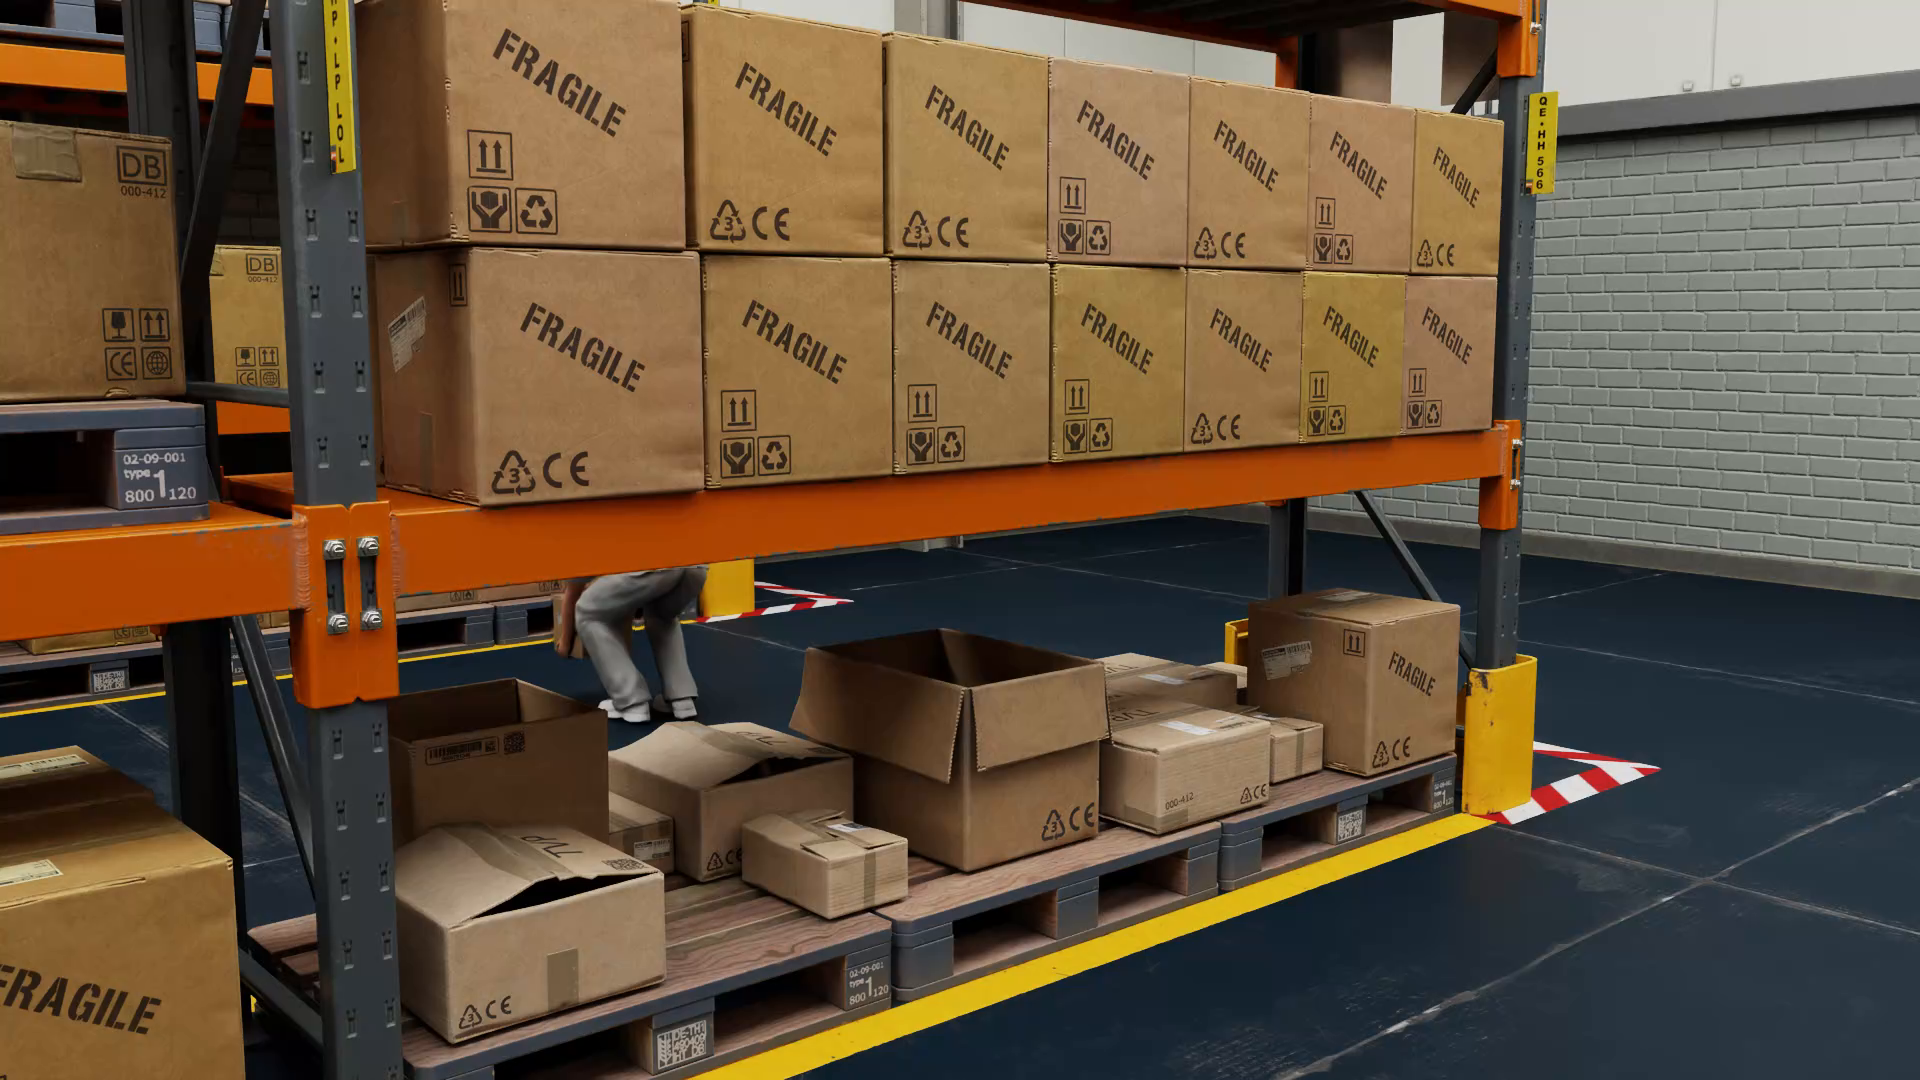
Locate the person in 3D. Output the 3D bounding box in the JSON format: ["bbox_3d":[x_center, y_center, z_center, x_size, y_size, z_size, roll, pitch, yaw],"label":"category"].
[{"bbox_3d":[-1.407,0.268,7.065,0.464,0.943,0.862,-7,10,-43],"label":"person"}]
